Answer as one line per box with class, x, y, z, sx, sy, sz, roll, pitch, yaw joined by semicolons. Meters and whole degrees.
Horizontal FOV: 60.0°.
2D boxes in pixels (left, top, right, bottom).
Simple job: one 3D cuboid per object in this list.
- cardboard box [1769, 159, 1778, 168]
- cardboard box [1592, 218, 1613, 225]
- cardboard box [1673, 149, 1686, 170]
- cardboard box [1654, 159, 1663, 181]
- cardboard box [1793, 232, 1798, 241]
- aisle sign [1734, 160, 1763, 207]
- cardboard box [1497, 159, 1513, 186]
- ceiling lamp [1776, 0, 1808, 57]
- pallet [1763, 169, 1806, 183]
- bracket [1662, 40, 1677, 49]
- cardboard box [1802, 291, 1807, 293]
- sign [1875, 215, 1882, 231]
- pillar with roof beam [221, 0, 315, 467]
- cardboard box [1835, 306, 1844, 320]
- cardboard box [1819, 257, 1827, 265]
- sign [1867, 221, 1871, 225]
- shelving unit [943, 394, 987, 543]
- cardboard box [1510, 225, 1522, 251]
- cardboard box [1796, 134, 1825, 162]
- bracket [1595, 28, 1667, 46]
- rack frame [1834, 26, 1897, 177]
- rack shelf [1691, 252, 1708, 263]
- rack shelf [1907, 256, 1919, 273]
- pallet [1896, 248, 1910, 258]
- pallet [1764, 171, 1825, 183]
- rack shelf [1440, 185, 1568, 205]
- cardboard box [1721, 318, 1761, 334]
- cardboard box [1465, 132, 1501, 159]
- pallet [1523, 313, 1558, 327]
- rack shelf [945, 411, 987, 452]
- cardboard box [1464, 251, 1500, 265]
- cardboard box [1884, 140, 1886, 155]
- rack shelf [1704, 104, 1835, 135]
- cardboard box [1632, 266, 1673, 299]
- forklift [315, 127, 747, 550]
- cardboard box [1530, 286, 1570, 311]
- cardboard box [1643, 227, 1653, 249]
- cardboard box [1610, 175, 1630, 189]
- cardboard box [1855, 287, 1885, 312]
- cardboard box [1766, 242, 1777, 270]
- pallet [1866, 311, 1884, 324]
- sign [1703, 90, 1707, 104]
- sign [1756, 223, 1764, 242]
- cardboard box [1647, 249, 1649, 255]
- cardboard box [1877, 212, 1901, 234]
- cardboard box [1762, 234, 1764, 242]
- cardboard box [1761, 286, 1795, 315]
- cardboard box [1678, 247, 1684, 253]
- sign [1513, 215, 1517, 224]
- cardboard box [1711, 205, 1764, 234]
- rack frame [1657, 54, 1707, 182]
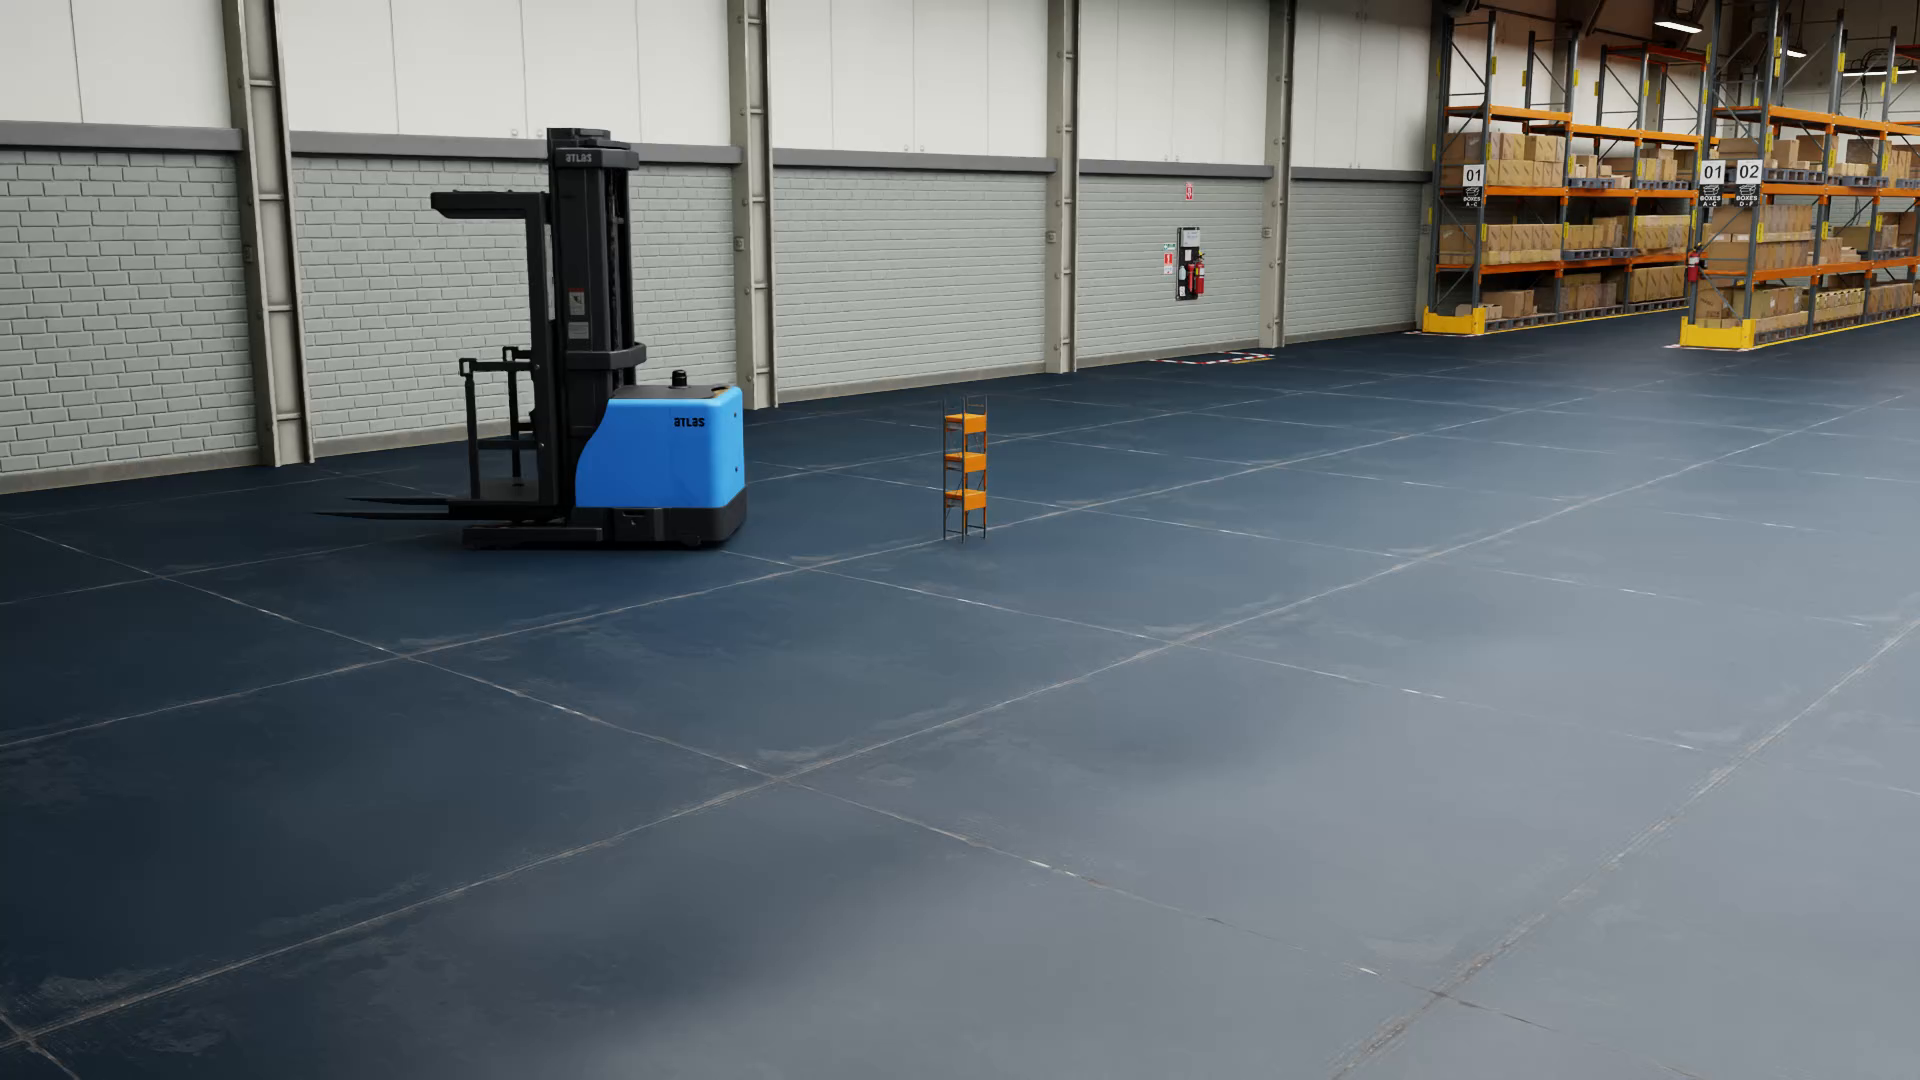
cardboard box;14.232;-6.656;29.432;0.380;0.149;0.250;10;15;40
cardboard box;14.474;-7.180;37.464;0.380;0.149;0.250;7;13;31
cardboard box;17.807;-9.442;41.309;0.500;0.500;0.500;10;15;40
cardboard box;16.160;-8.754;39.344;0.700;0.500;0.500;10;15;40
cardboard box;15.272;-5.622;30.790;0.380;0.149;0.250;10;15;40
aisle sign;13.510;-6.109;28.502;0.394;0.787;0.004;10;15;40
cardboard box;10.390;-7.145;32.359;0.500;0.500;0.500;-11;16;-44
ceiling lamp;19.078;-12.608;37.457;0.800;3.185;2.000;10;15;40
pallet;14.615;-6.592;30.125;1.003;0.211;1.213;10;15;40
bracket;17.326;-12.104;40.647;0.235;0.232;0.430;10;15;40
cardboard box;16.686;-4.852;33.361;0.500;0.311;0.500;10;15;40
sign;19.023;-6.557;34.426;0.100;0.325;0.005;10;15;40
pillar with roof beam;-3.197;-4.593;12.230;9.100;9.000;0.400;10;15;40
cardboard box;17.431;-4.583;33.448;0.500;0.250;0.500;10;15;41
cardboard box;16.702;-5.453;32.495;0.380;0.149;0.250;10;15;40
sign;20.832;-7.143;38.104;0.100;0.325;0.005;10;15;40
shelving unit;0.035;-0.523;12.148;0.215;1.050;0.252;10;15;40
cardboard box;10.820;-6.006;33.038;0.500;0.500;0.500;9;14;39
cardboard box;16.401;-7.529;31.985;0.500;0.500;0.500;10;15;41
bracket;15.614;-11.722;38.737;0.076;0.066;4.783;10;15;40
rack frame;18.604;-9.003;34.309;1.000;3.000;0.127;10;15;40
rack shelf;18.841;-7.231;42.591;1.077;0.370;4.000;10;15;40
rack shelf;22.565;-6.591;39.387;1.077;0.370;4.000;10;15;40
pallet;20.635;-6.452;37.344;1.003;0.211;1.213;10;15;40
pallet;15.420;-6.771;31.020;1.003;0.211;1.213;10;15;40
rack shelf;10.920;-6.936;33.458;1.077;0.370;4.000;10;15;40
cardboard box;13.844;-3.791;29.483;0.500;0.250;0.500;10;15;40
cardboard box;10.037;-7.569;31.931;0.500;0.500;0.500;8;14;36
pallet;11.824;-4.641;34.910;1.003;0.211;1.213;10;15;40
rack shelf;0.035;-0.791;12.094;0.215;0.259;0.240;10;15;40
cardboard box;10.161;-5.491;32.374;0.500;0.250;0.500;9;15;39
cardboard box;19.234;-8.209;35.188;0.500;0.500;0.500;10;15;40
rack shelf;14.644;-7.571;29.999;1.077;0.370;4.000;10;15;40
cardboard box;16.605;-6.197;39.997;0.750;0.750;0.750;10;15;42
forklift;-3.159;-1.470;12.090;3.031;2.935;1.130;0;11;2
cardboard box;12.714;-5.212;35.909;0.700;0.500;0.500;10;15;42
cardboard box;15.746;-7.019;38.632;0.500;0.500;0.500;10;15;42
cardboard box;14.608;-7.997;37.108;0.500;0.311;0.500;10;15;40
cardboard box;19.461;-5.158;35.638;0.500;0.500;0.500;9;14;38
cardboard box;14.316;-5.150;30.082;0.700;0.500;0.500;10;15;41
pallet;19.126;-4.798;35.695;1.003;0.211;1.213;10;15;40
sign;17.937;-10.659;40.018;0.100;0.325;0.005;10;15;40
sign;13.736;-5.274;28.548;0.100;0.325;0.005;10;15;40
cardboard box;15.922;-6.762;38.999;0.380;0.149;0.250;10;15;42
cardboard box;21.384;-7.296;38.276;0.500;0.500;0.500;10;15;41
cardboard box;13.916;-5.320;29.276;0.380;0.149;0.250;9;15;39
cardboard box;15.156;-4.455;30.890;0.500;0.500;0.500;10;15;40
cardboard box;17.362;-7.049;40.436;0.380;0.149;0.250;10;15;41
sign;11.821;-6.751;35.397;0.100;0.325;0.005;10;15;40
cardboard box;13.676;-5.644;29.241;0.700;0.500;0.500;10;15;41
rack frame;17.521;-10.231;40.459;1.000;3.000;0.127;10;15;40
